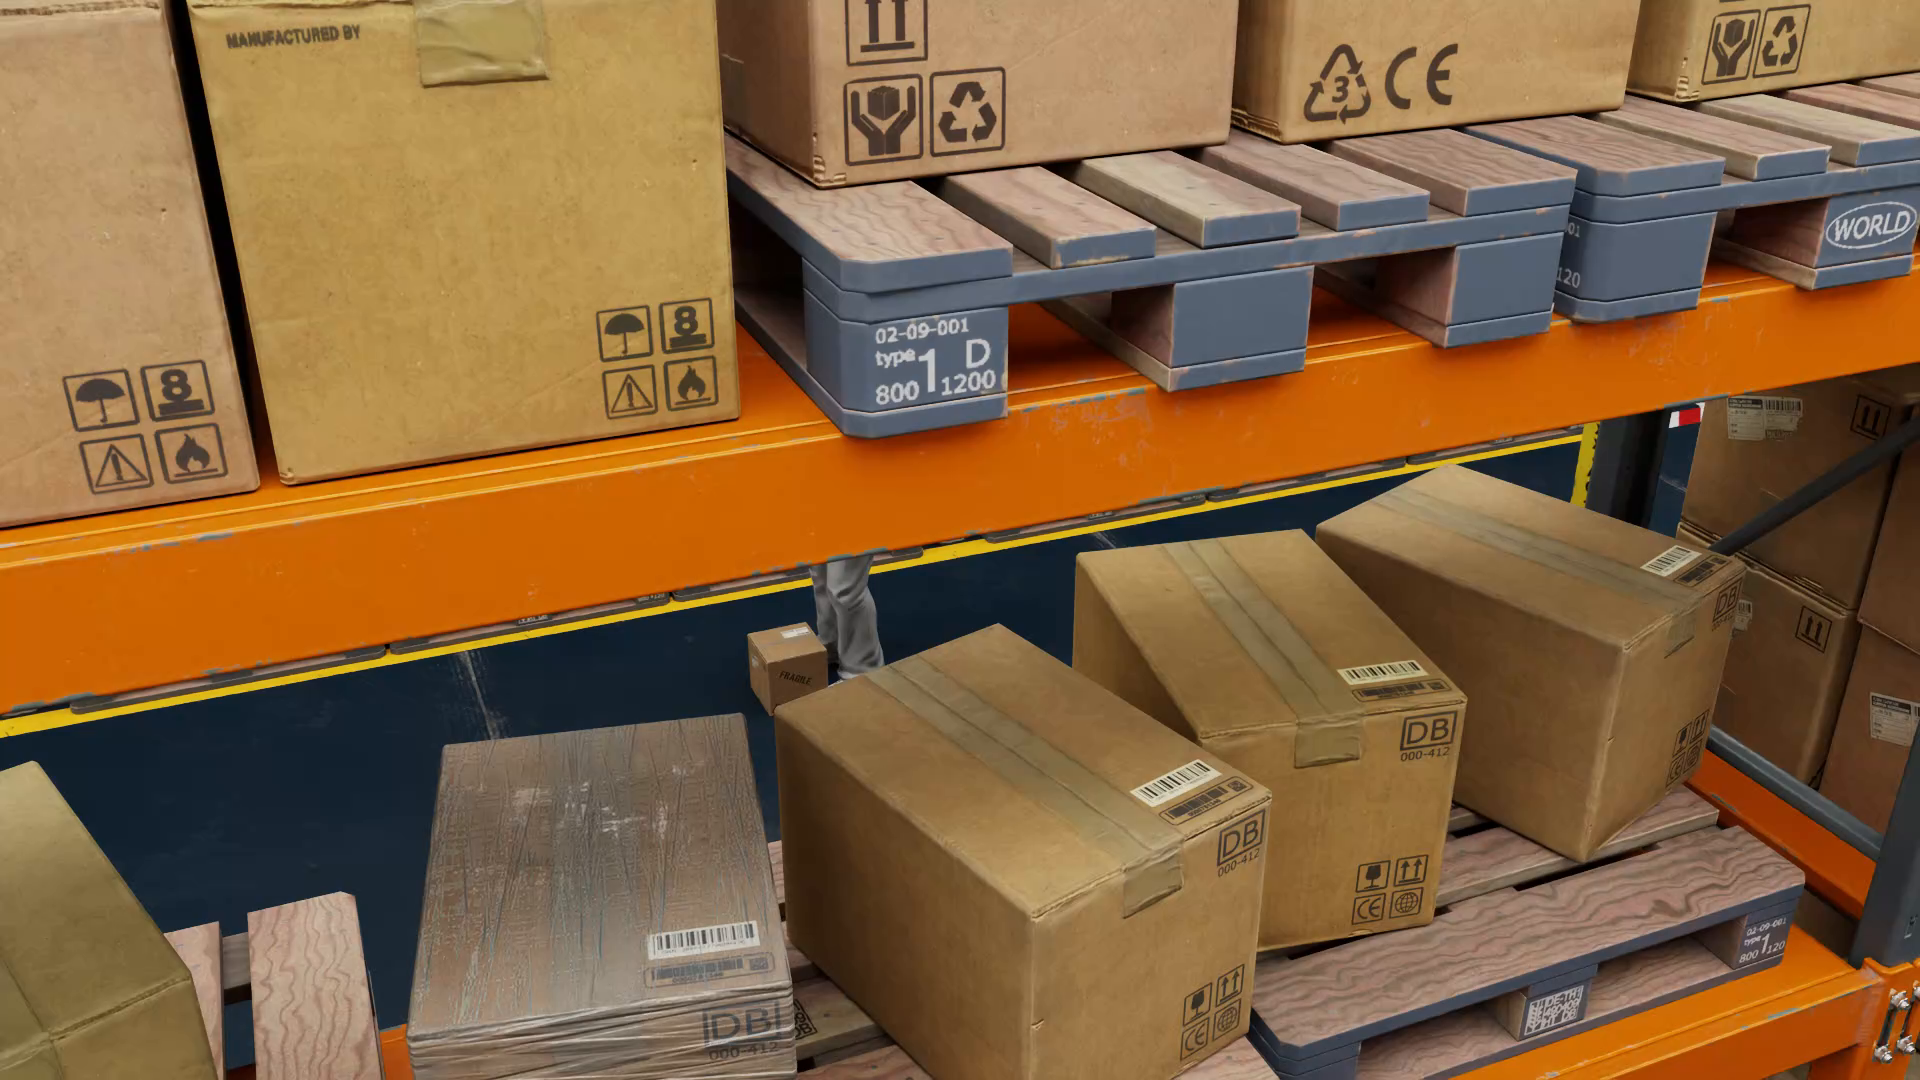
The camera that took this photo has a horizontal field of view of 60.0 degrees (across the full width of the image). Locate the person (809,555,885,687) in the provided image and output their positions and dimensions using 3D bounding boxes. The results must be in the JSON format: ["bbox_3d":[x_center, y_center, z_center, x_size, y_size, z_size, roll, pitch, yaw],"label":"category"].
[{"bbox_3d":[-0.467,-0.170,6.461,0.353,1.673,0.490,-11,28,-21],"label":"person"}]
